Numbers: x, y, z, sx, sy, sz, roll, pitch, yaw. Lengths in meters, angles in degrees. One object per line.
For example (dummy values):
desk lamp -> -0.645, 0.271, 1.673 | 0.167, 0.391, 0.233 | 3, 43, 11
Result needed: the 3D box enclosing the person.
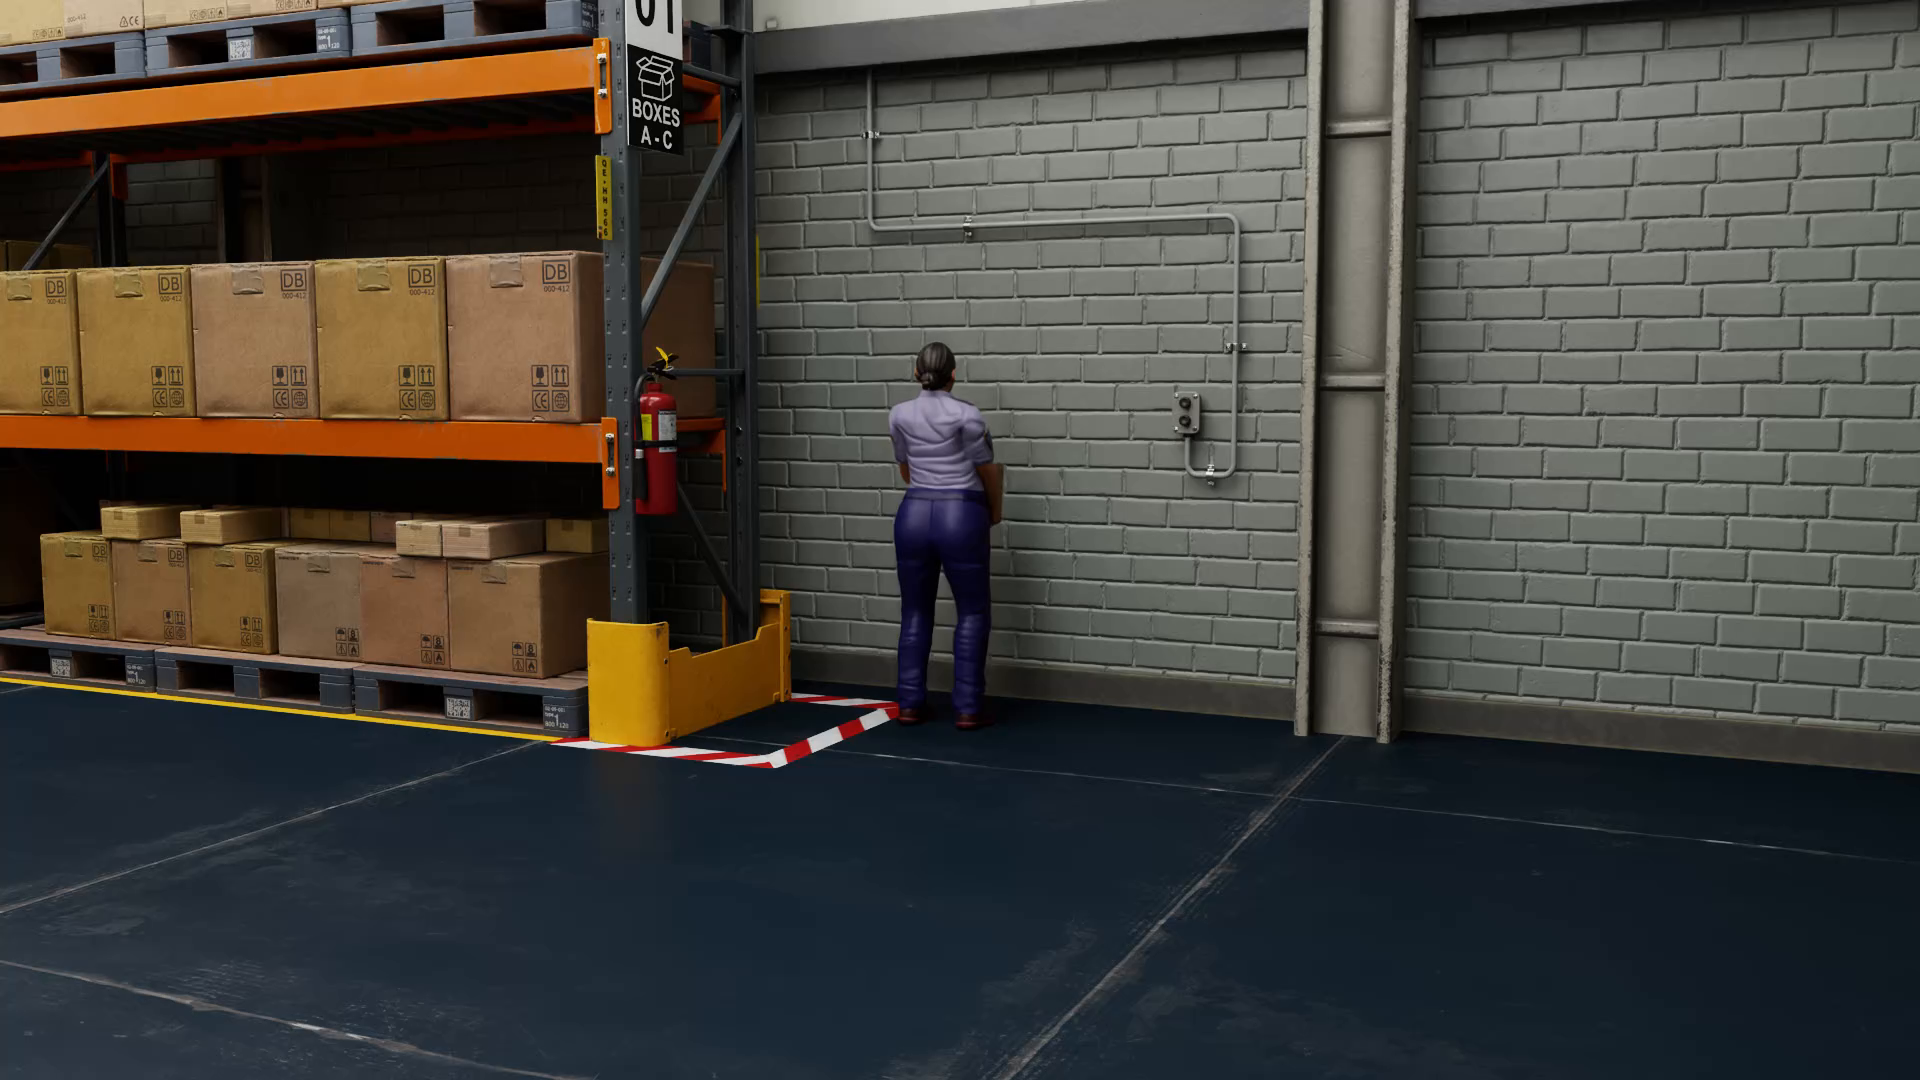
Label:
person -> -0.045, -0.021, 7.183 | 0.451, 1.630, 0.516 | 2, 6, 22
